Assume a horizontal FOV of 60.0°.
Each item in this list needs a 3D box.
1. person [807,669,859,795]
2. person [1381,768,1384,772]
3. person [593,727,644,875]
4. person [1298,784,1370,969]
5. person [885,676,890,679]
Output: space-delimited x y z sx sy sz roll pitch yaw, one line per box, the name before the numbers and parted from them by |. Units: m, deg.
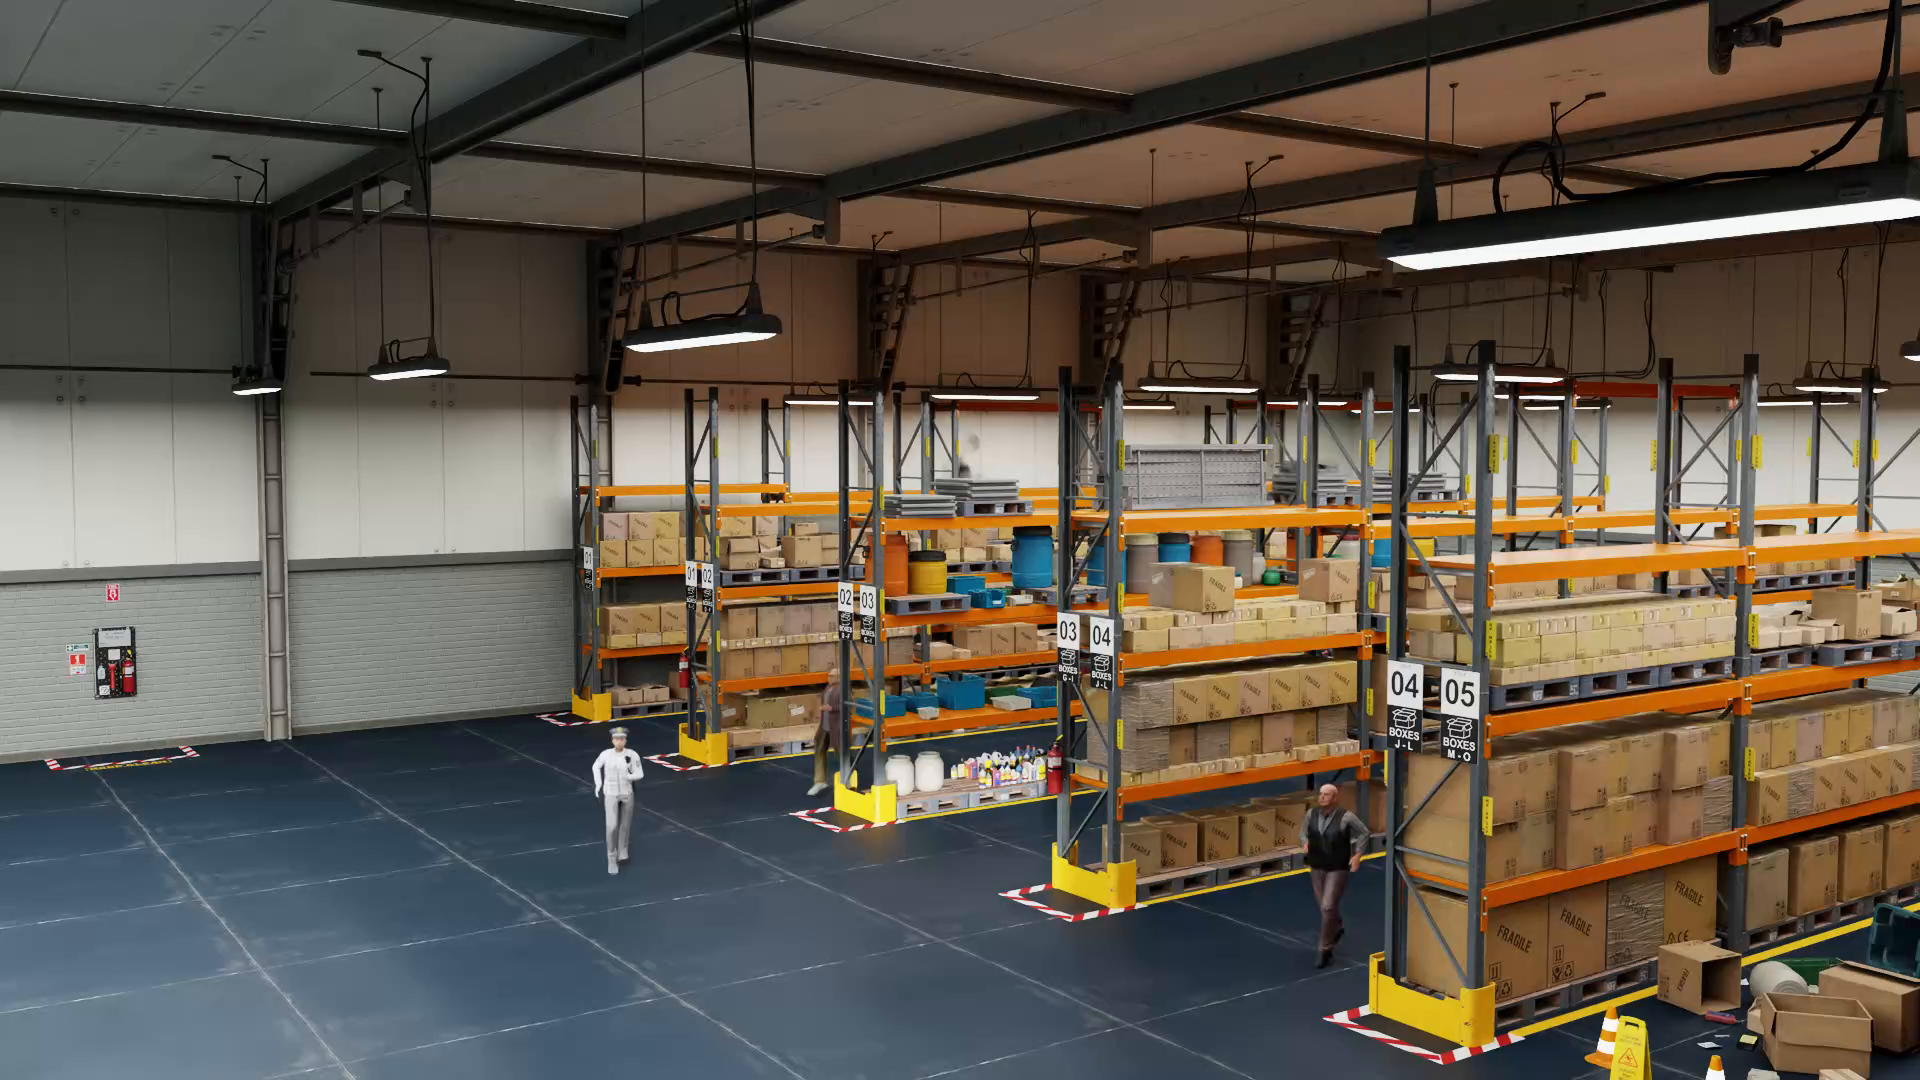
person | -1.854 2.783 24.362 0.699 1.806 0.949 3 4 38
person | 6.582 2.751 25.701 0.718 1.745 0.688 -2 4 -35
person | -4.110 3.116 20.038 0.577 1.755 0.737 -1 4 -16
person | 3.690 3.307 16.577 0.674 1.771 0.815 3 5 42
person | -1.494 2.458 31.356 0.739 1.737 0.574 -3 5 -41
